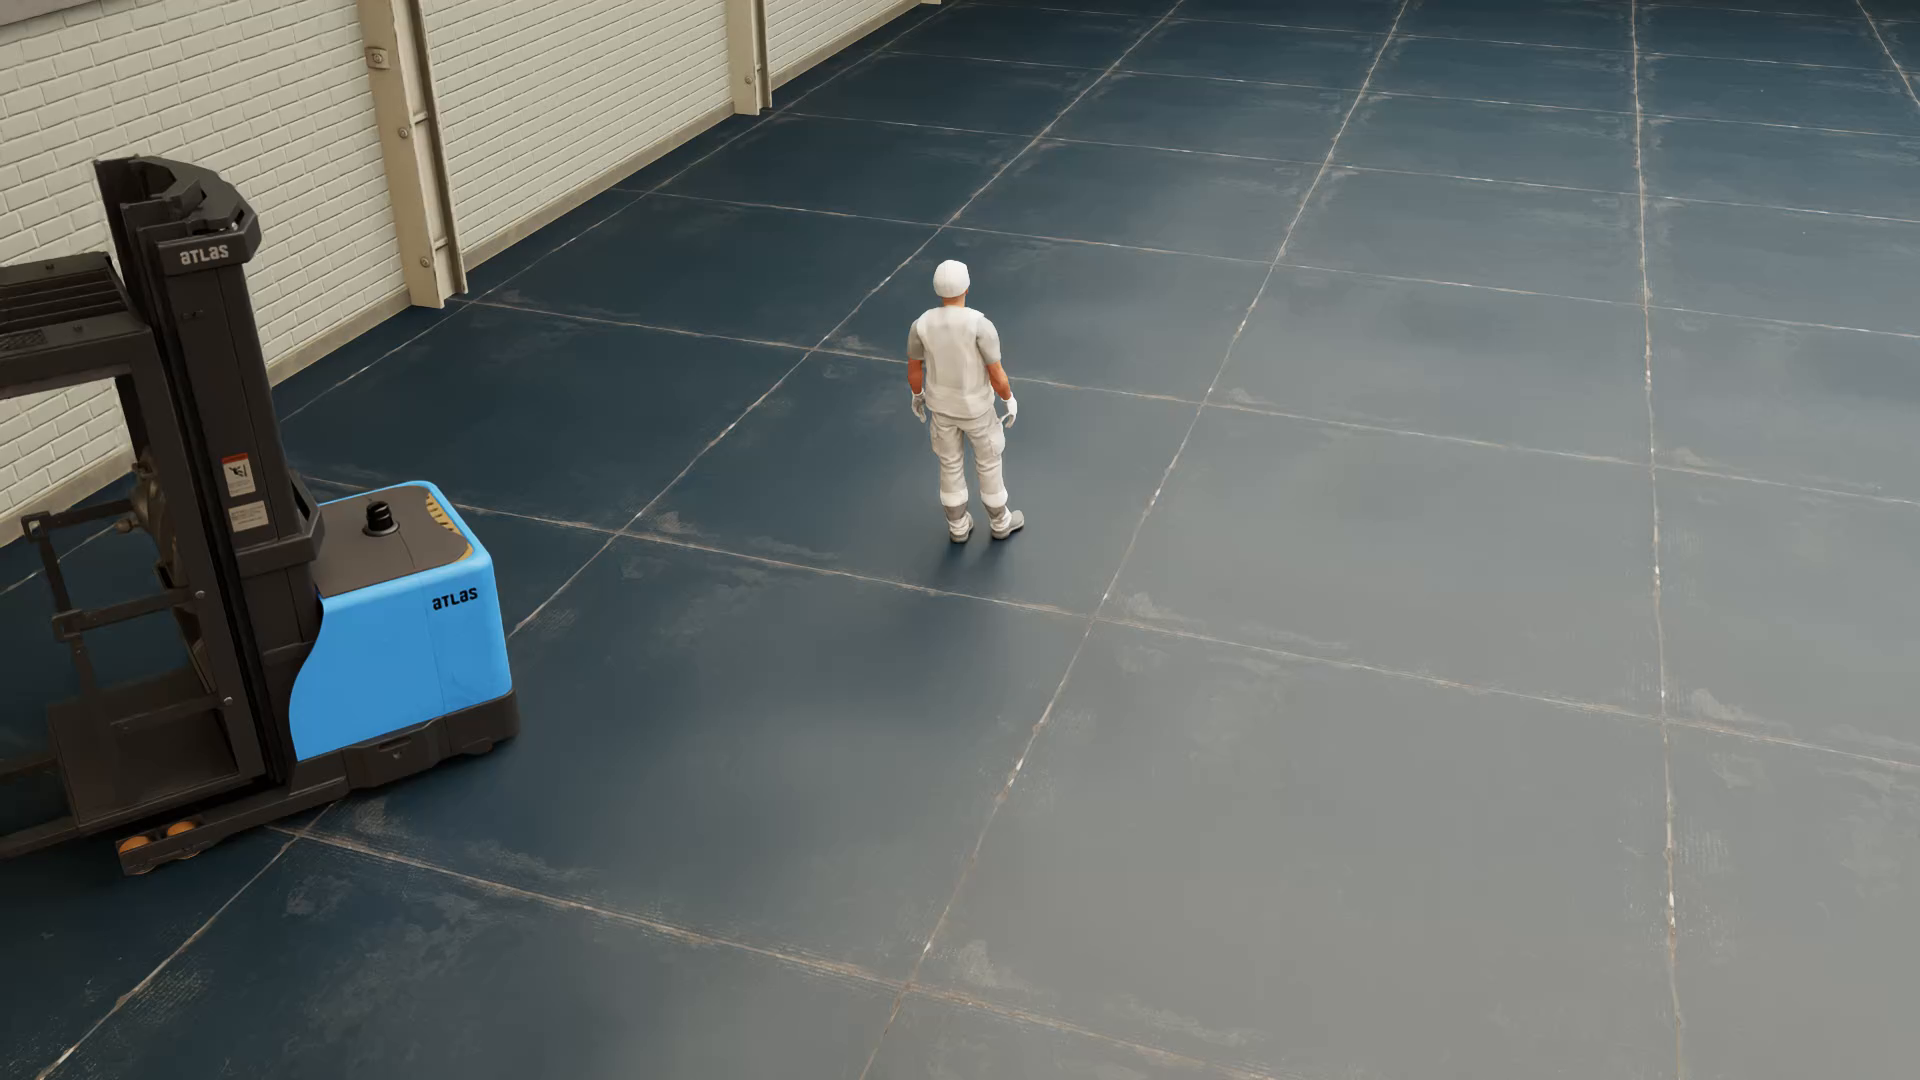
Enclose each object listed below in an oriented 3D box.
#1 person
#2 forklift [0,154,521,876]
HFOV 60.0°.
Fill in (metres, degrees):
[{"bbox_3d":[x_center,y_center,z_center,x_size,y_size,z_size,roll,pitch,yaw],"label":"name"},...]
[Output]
[{"bbox_3d":[0.038,-0.819,9.711,0.637,1.787,0.564,10,31,16],"label":"person"},{"bbox_3d":[-3.712,-0.073,7.264,3.031,2.935,1.130,-18,34,-28],"label":"forklift"}]
